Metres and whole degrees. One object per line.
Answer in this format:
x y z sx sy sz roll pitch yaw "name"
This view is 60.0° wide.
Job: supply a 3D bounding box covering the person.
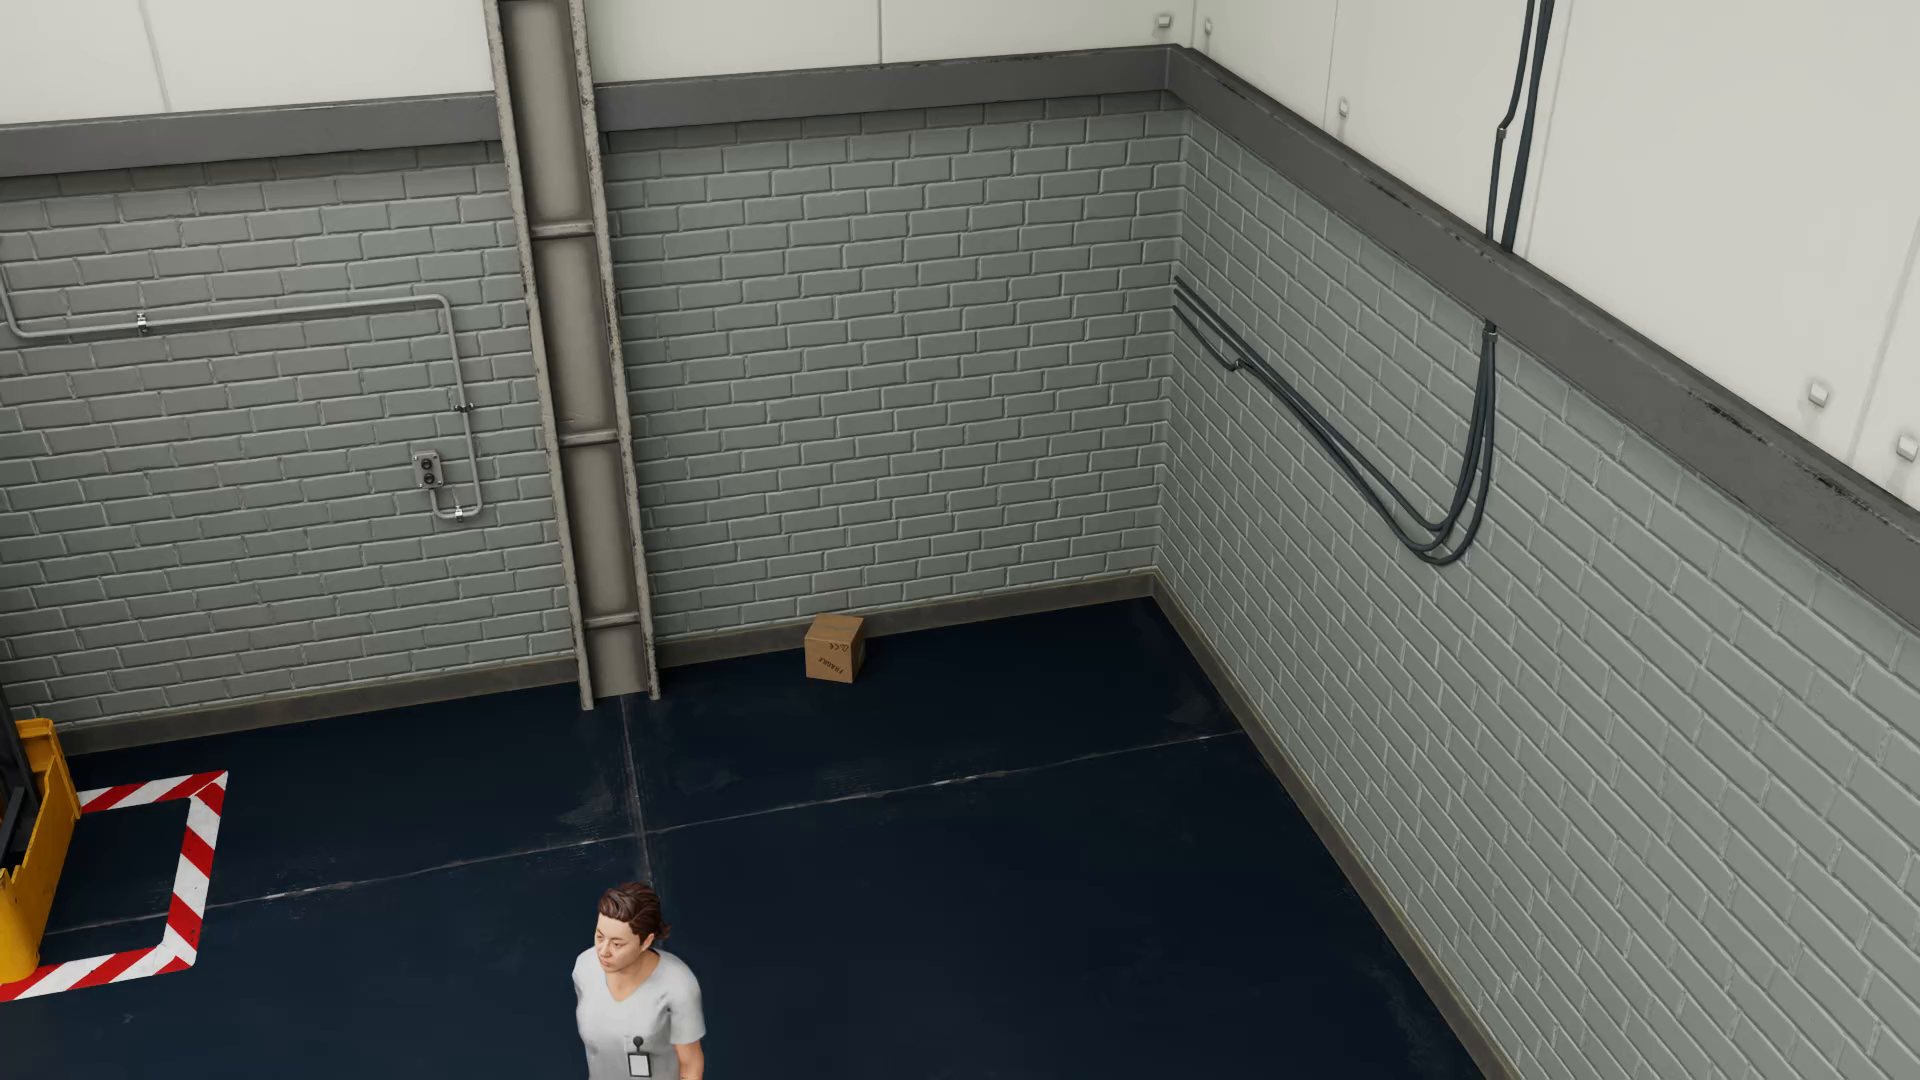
-1.004 1.789 5.156 0.450 1.616 0.985 6 31 9 "person"
